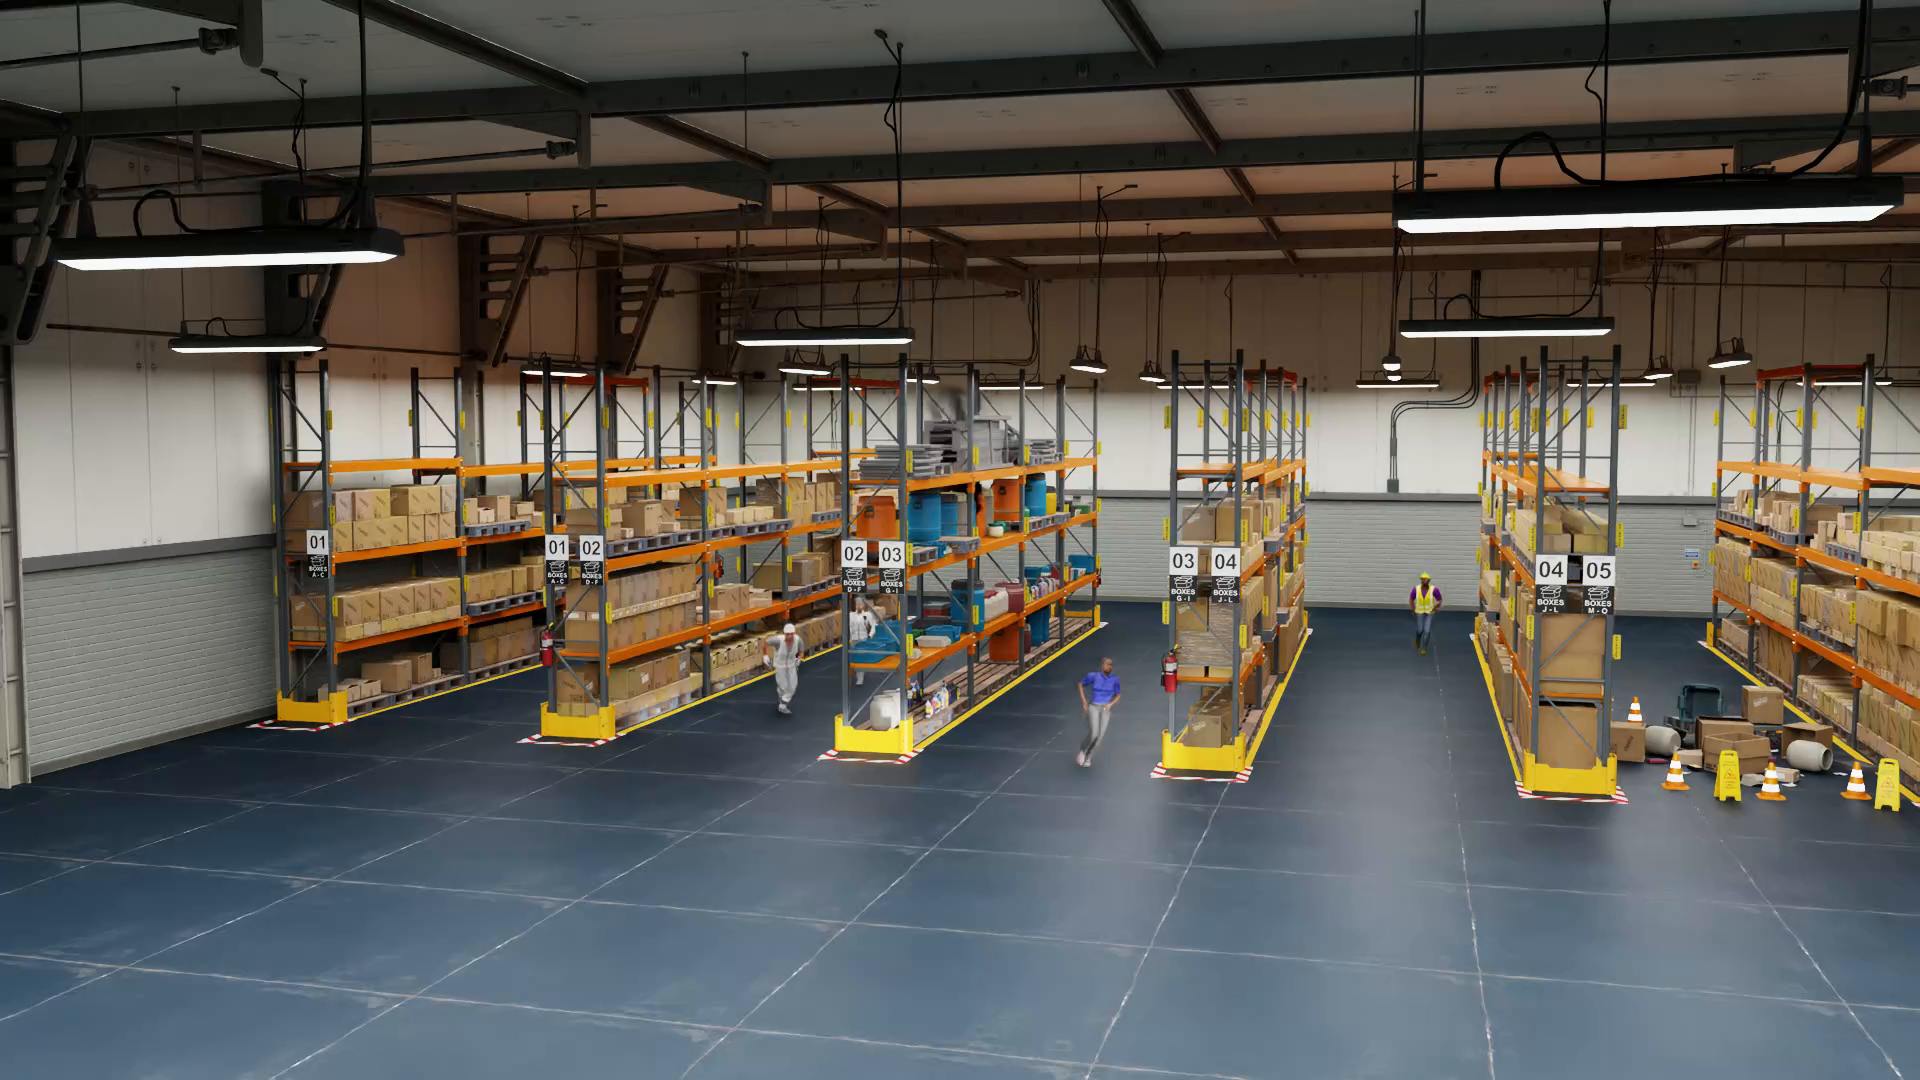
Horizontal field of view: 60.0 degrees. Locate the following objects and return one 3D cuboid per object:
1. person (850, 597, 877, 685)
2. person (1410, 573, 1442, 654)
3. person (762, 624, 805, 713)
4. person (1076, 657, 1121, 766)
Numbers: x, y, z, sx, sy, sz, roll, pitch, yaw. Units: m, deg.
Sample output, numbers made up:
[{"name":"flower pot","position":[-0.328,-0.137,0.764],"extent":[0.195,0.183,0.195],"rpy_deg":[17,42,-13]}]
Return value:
[{"name":"person","position":[-1.887,1.899,31.613],"extent":[0.625,1.654,0.723],"rpy_deg":[0,4,7]},{"name":"person","position":[9.987,1.579,35.674],"extent":[0.686,1.731,0.616],"rpy_deg":[1,4,20]},{"name":"person","position":[-2.987,2.187,28.196],"extent":[0.693,1.590,0.826],"rpy_deg":[-1,4,-19]},{"name":"person","position":[2.009,2.483,23.965],"extent":[0.627,1.581,0.580],"rpy_deg":[-1,4,-13]}]
